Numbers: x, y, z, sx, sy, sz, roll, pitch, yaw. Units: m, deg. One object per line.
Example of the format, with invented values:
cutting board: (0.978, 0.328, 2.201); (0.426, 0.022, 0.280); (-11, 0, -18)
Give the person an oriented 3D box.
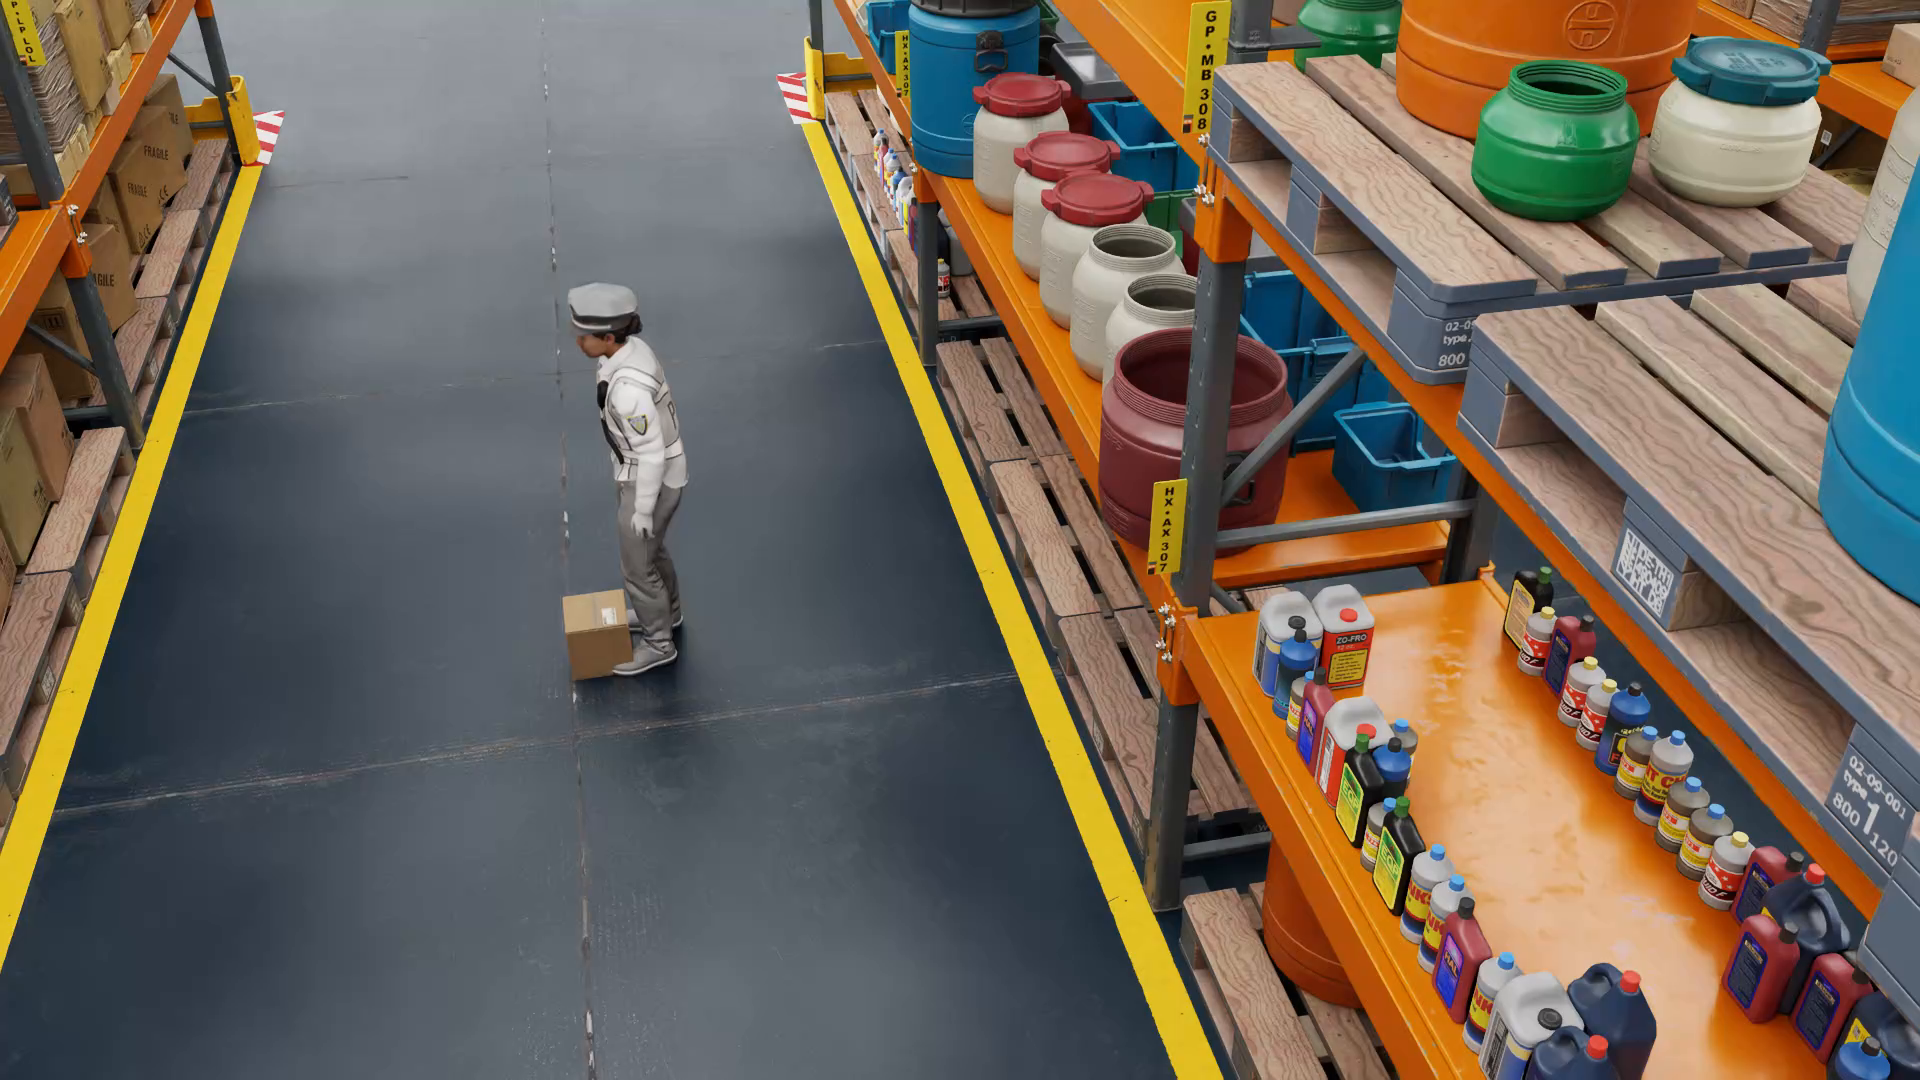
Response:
person: (-1.267, -0.229, 6.473); (0.408, 1.663, 0.528); (-7, 35, -10)
